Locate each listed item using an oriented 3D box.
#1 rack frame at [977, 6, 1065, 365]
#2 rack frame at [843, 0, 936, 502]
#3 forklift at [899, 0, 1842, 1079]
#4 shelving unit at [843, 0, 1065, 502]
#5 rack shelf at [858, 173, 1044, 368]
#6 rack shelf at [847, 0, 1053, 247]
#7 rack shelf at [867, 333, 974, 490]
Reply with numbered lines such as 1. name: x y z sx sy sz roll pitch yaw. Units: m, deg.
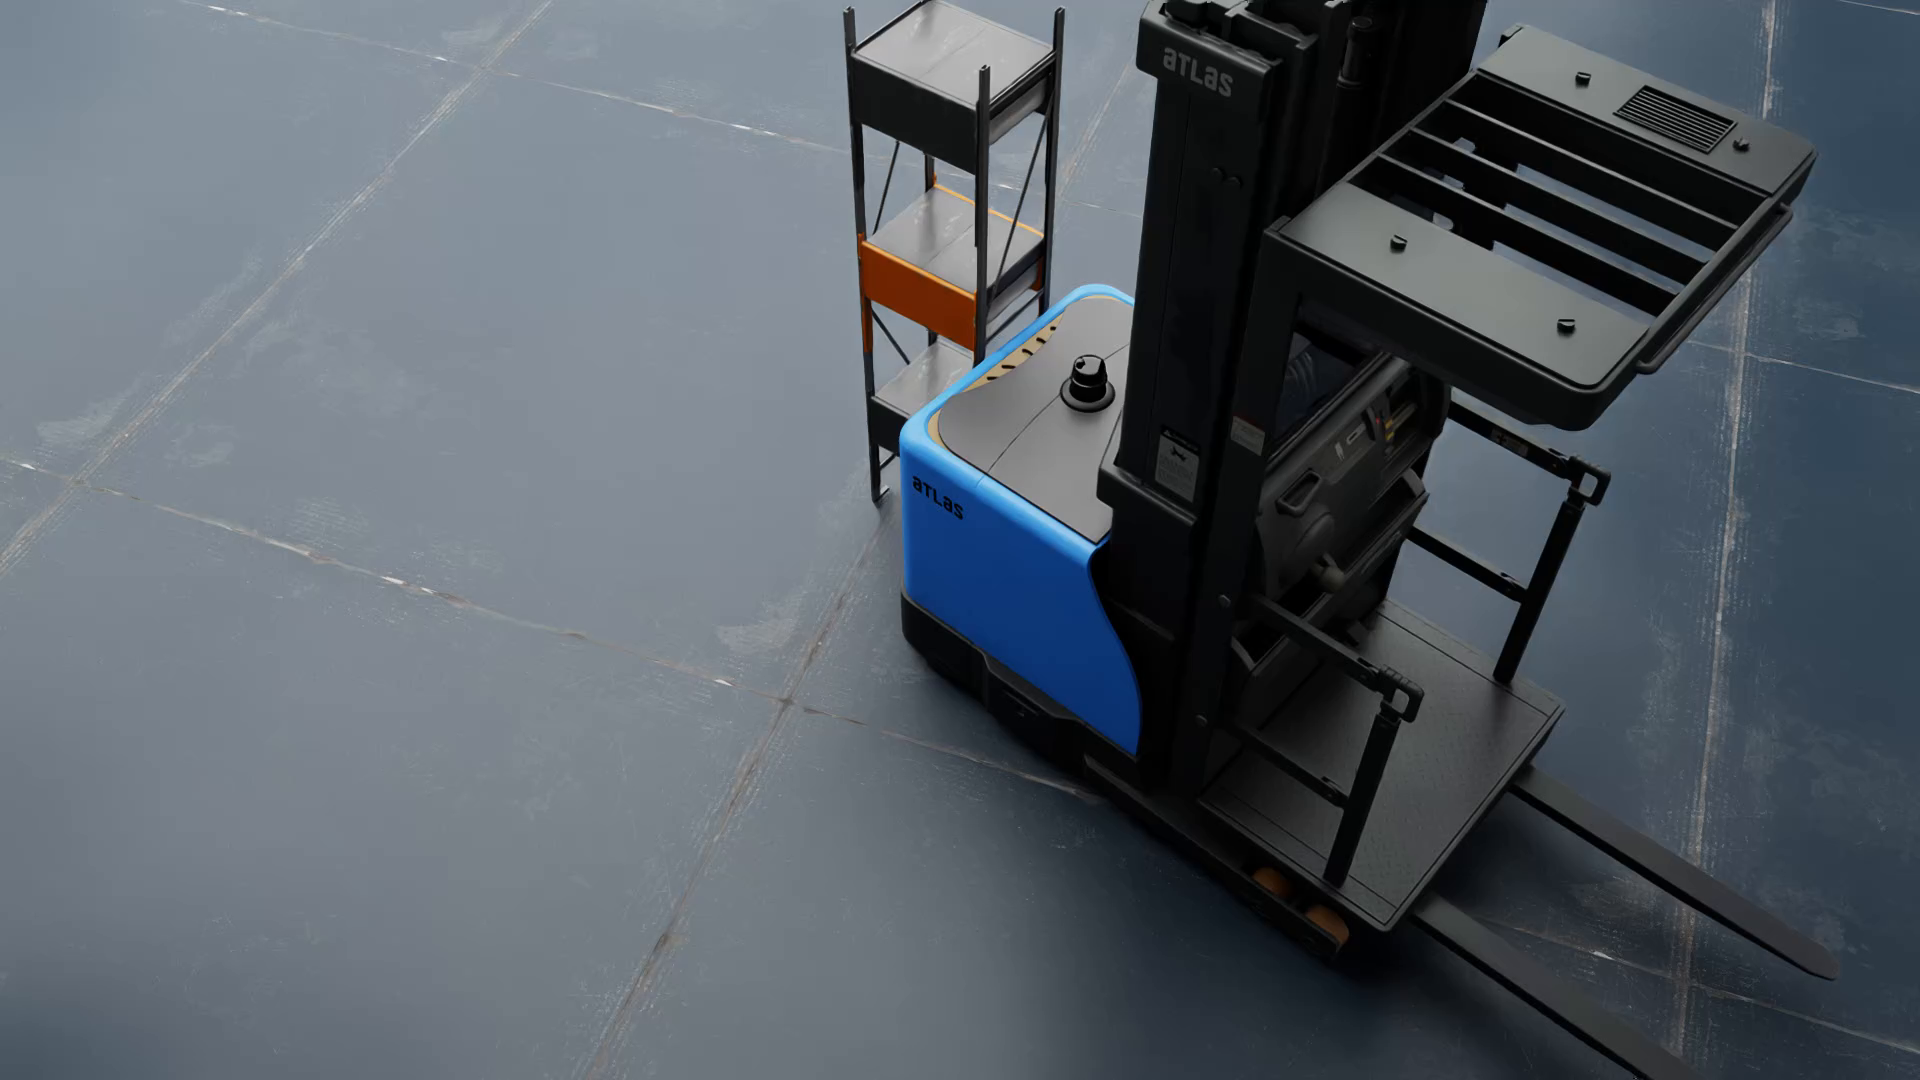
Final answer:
1. rack frame: 0.178 -0.733 5.496 0.015 2.100 0.400 30 55 23
2. rack frame: -0.212 -0.955 5.688 0.015 2.100 0.400 30 55 23
3. forklift: 1.232 -0.134 4.426 3.031 2.935 1.130 34 57 26
4. shelving unit: -0.017 -0.844 5.592 0.503 2.100 0.431 30 55 23
5. rack shelf: -0.017 -0.835 5.603 0.480 0.518 0.431 30 55 23
6. rack shelf: -0.017 -1.294 5.074 0.480 0.518 0.431 30 55 23
7. rack shelf: -0.017 -0.377 6.131 0.480 0.518 0.431 30 55 23
